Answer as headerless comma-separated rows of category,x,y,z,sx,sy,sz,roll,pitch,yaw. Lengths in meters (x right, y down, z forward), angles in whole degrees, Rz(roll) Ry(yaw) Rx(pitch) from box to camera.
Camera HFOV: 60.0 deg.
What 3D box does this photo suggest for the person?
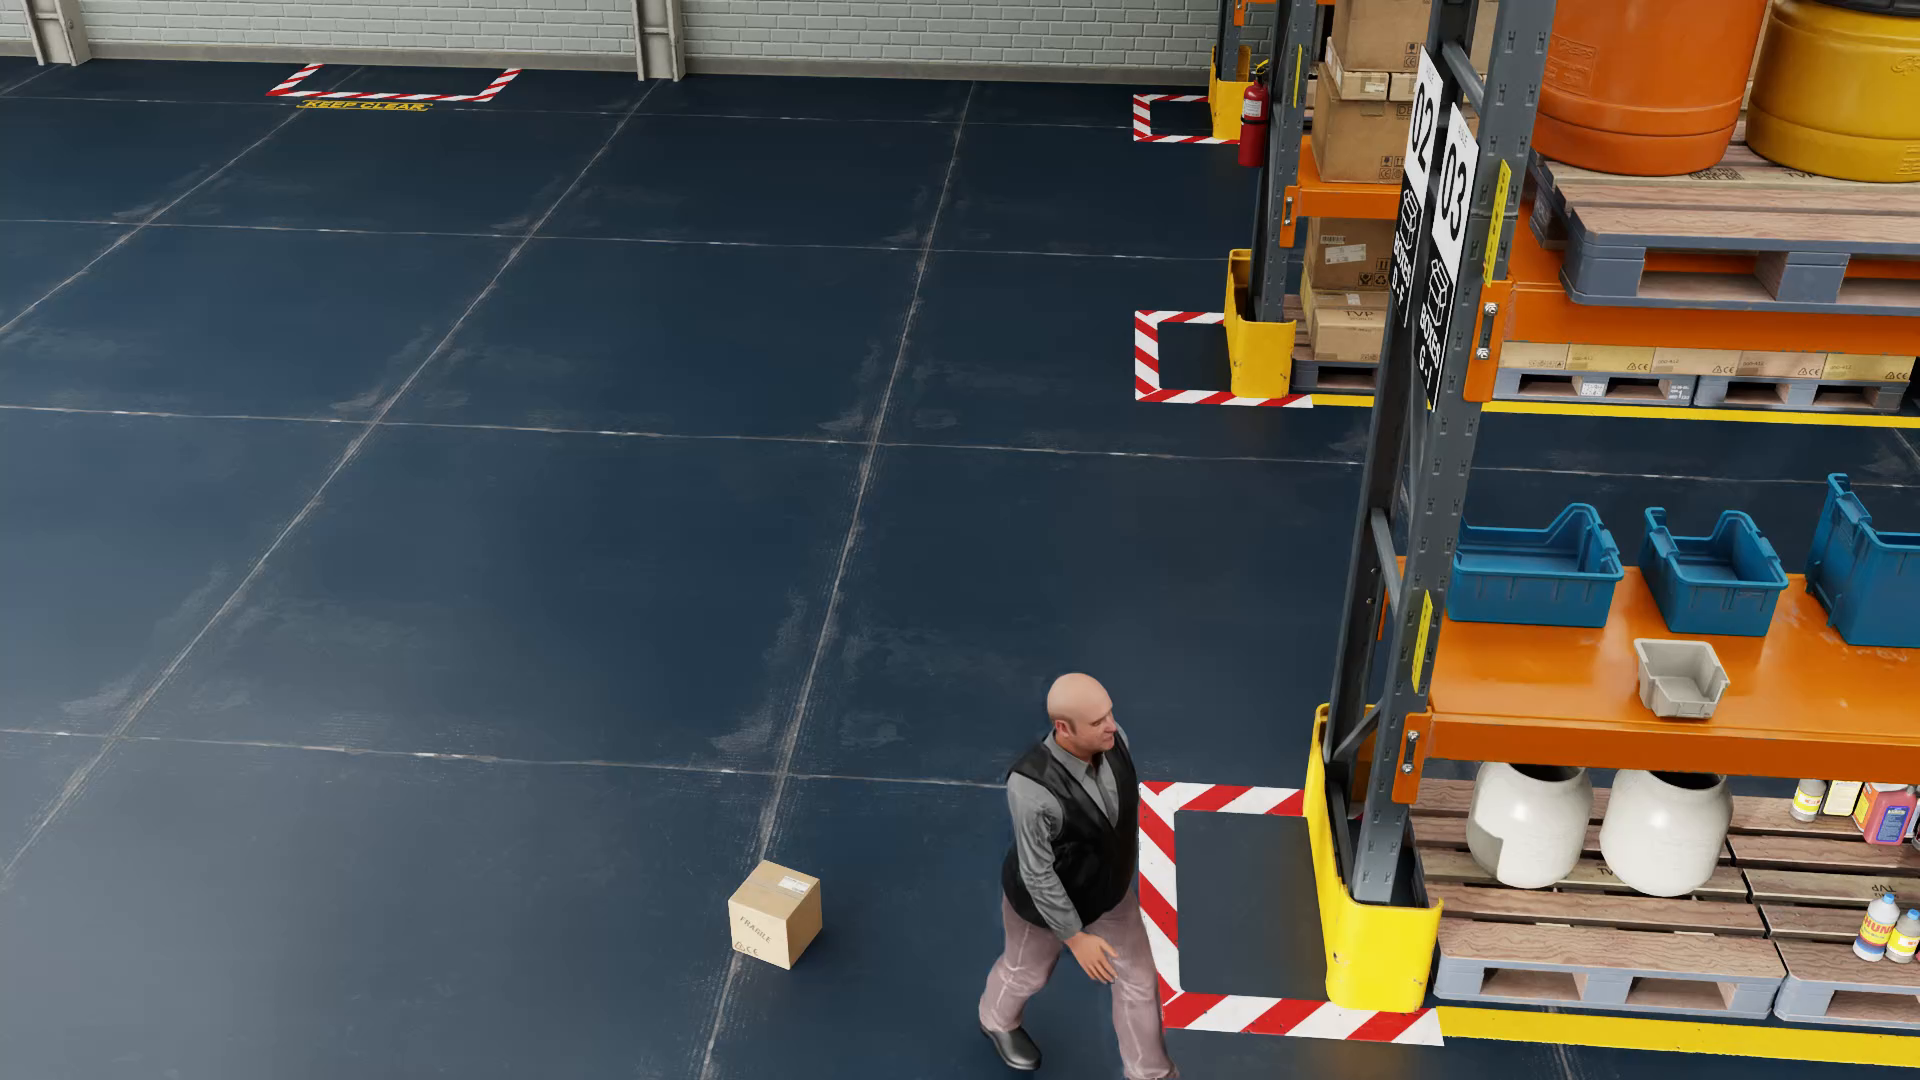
person,0.405,1.162,5.267,0.546,1.712,0.887,-25,40,-35
